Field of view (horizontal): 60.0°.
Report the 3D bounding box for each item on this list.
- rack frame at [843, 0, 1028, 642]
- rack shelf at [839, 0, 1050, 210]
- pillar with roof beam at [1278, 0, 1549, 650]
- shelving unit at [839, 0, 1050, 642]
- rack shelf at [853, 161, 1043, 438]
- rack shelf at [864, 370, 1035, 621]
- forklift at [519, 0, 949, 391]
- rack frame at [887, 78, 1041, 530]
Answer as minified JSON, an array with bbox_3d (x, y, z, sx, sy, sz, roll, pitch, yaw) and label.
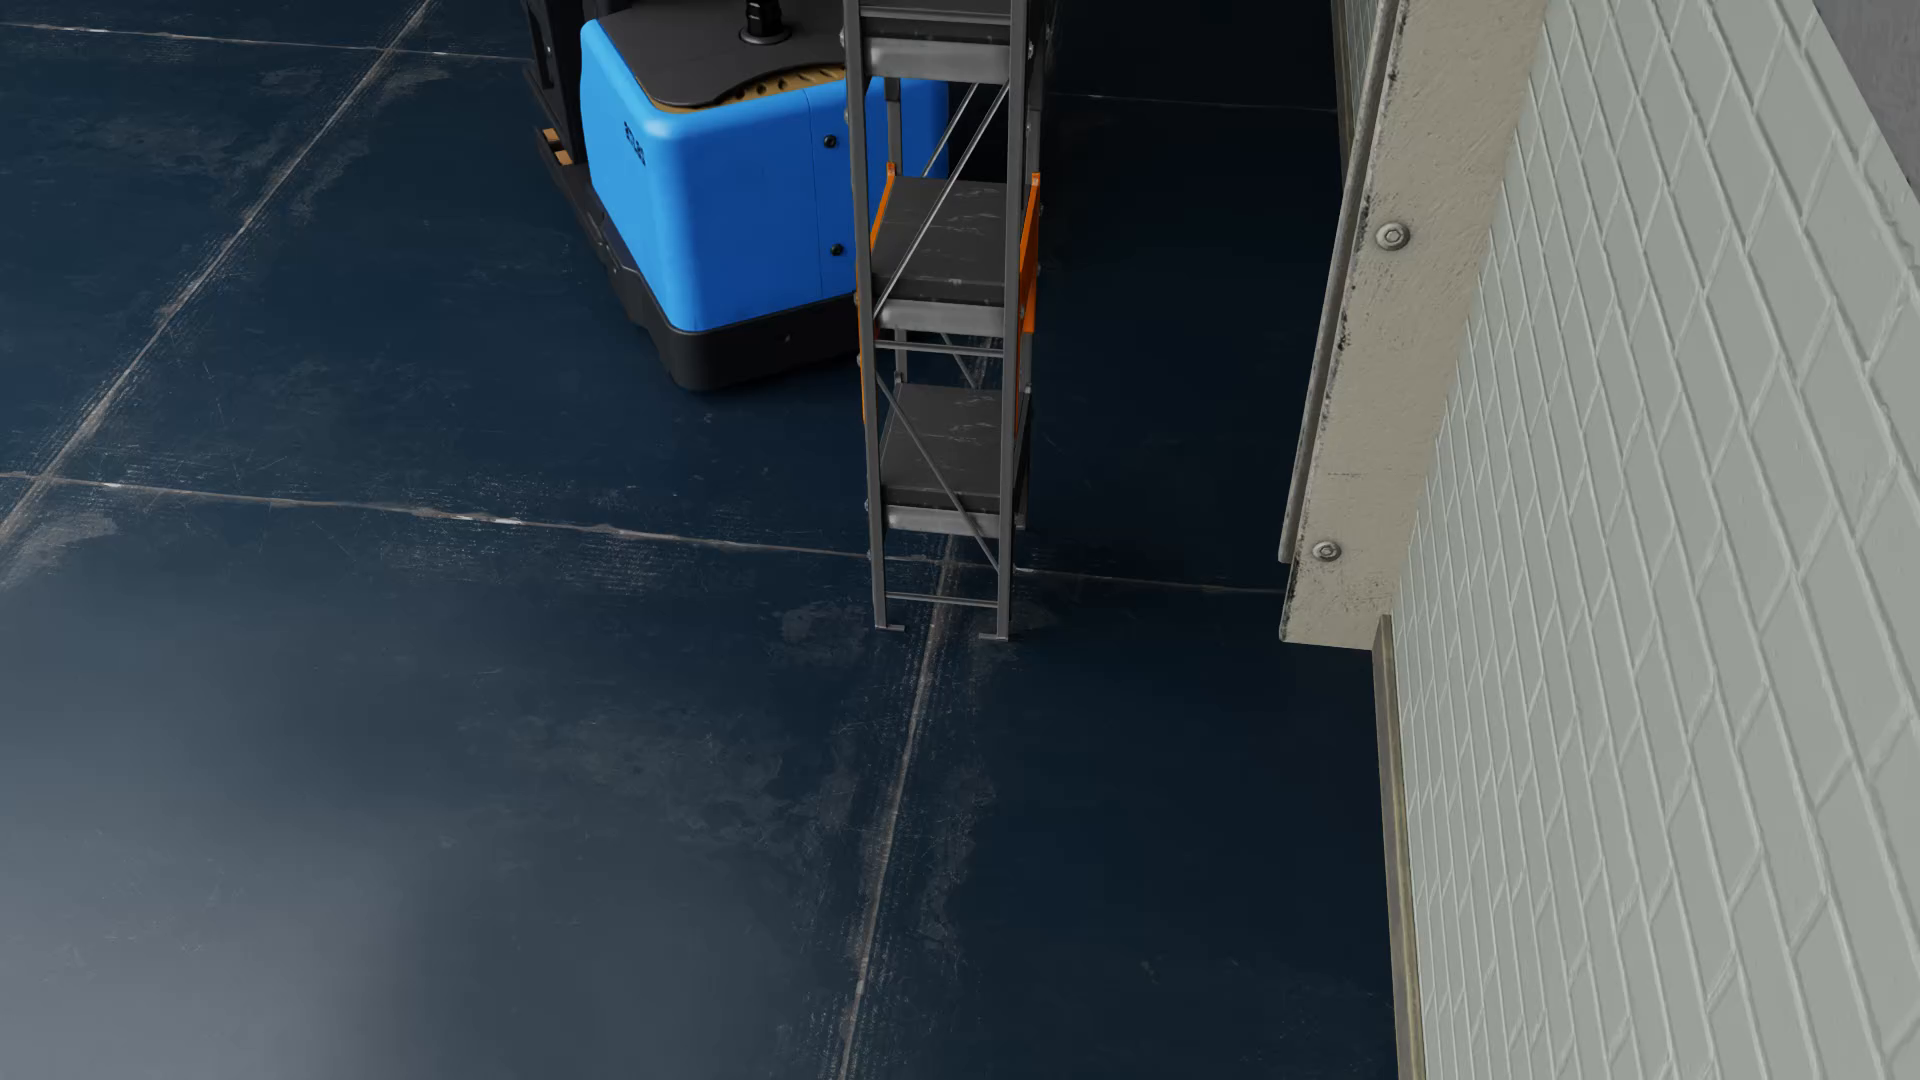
[{"bbox_3d":[-0.054,-0.483,4.233,0.400,2.100,0.015,5,44,6],"label":"rack frame"},{"bbox_3d":[-0.022,-1.148,3.937,0.431,0.518,0.480,5,44,6],"label":"rack shelf"},{"bbox_3d":[-3.141,-3.481,2.381,9.100,9.000,0.400,5,44,6],"label":"pillar with roof beam"},{"bbox_3d":[-0.022,-0.650,4.409,0.431,2.100,0.503,5,44,6],"label":"shelving unit"},{"bbox_3d":[-0.022,-0.640,4.418,0.431,0.518,0.480,5,44,6],"label":"rack shelf"},{"bbox_3d":[-0.022,-0.131,4.900,0.431,0.518,0.480,5,44,6],"label":"rack shelf"},{"bbox_3d":[-1.095,-2.592,5.856,1.130,2.935,3.031,-18,46,-18],"label":"forklift"},{"bbox_3d":[0.010,-0.816,4.585,0.400,2.100,0.015,5,44,6],"label":"rack frame"}]
